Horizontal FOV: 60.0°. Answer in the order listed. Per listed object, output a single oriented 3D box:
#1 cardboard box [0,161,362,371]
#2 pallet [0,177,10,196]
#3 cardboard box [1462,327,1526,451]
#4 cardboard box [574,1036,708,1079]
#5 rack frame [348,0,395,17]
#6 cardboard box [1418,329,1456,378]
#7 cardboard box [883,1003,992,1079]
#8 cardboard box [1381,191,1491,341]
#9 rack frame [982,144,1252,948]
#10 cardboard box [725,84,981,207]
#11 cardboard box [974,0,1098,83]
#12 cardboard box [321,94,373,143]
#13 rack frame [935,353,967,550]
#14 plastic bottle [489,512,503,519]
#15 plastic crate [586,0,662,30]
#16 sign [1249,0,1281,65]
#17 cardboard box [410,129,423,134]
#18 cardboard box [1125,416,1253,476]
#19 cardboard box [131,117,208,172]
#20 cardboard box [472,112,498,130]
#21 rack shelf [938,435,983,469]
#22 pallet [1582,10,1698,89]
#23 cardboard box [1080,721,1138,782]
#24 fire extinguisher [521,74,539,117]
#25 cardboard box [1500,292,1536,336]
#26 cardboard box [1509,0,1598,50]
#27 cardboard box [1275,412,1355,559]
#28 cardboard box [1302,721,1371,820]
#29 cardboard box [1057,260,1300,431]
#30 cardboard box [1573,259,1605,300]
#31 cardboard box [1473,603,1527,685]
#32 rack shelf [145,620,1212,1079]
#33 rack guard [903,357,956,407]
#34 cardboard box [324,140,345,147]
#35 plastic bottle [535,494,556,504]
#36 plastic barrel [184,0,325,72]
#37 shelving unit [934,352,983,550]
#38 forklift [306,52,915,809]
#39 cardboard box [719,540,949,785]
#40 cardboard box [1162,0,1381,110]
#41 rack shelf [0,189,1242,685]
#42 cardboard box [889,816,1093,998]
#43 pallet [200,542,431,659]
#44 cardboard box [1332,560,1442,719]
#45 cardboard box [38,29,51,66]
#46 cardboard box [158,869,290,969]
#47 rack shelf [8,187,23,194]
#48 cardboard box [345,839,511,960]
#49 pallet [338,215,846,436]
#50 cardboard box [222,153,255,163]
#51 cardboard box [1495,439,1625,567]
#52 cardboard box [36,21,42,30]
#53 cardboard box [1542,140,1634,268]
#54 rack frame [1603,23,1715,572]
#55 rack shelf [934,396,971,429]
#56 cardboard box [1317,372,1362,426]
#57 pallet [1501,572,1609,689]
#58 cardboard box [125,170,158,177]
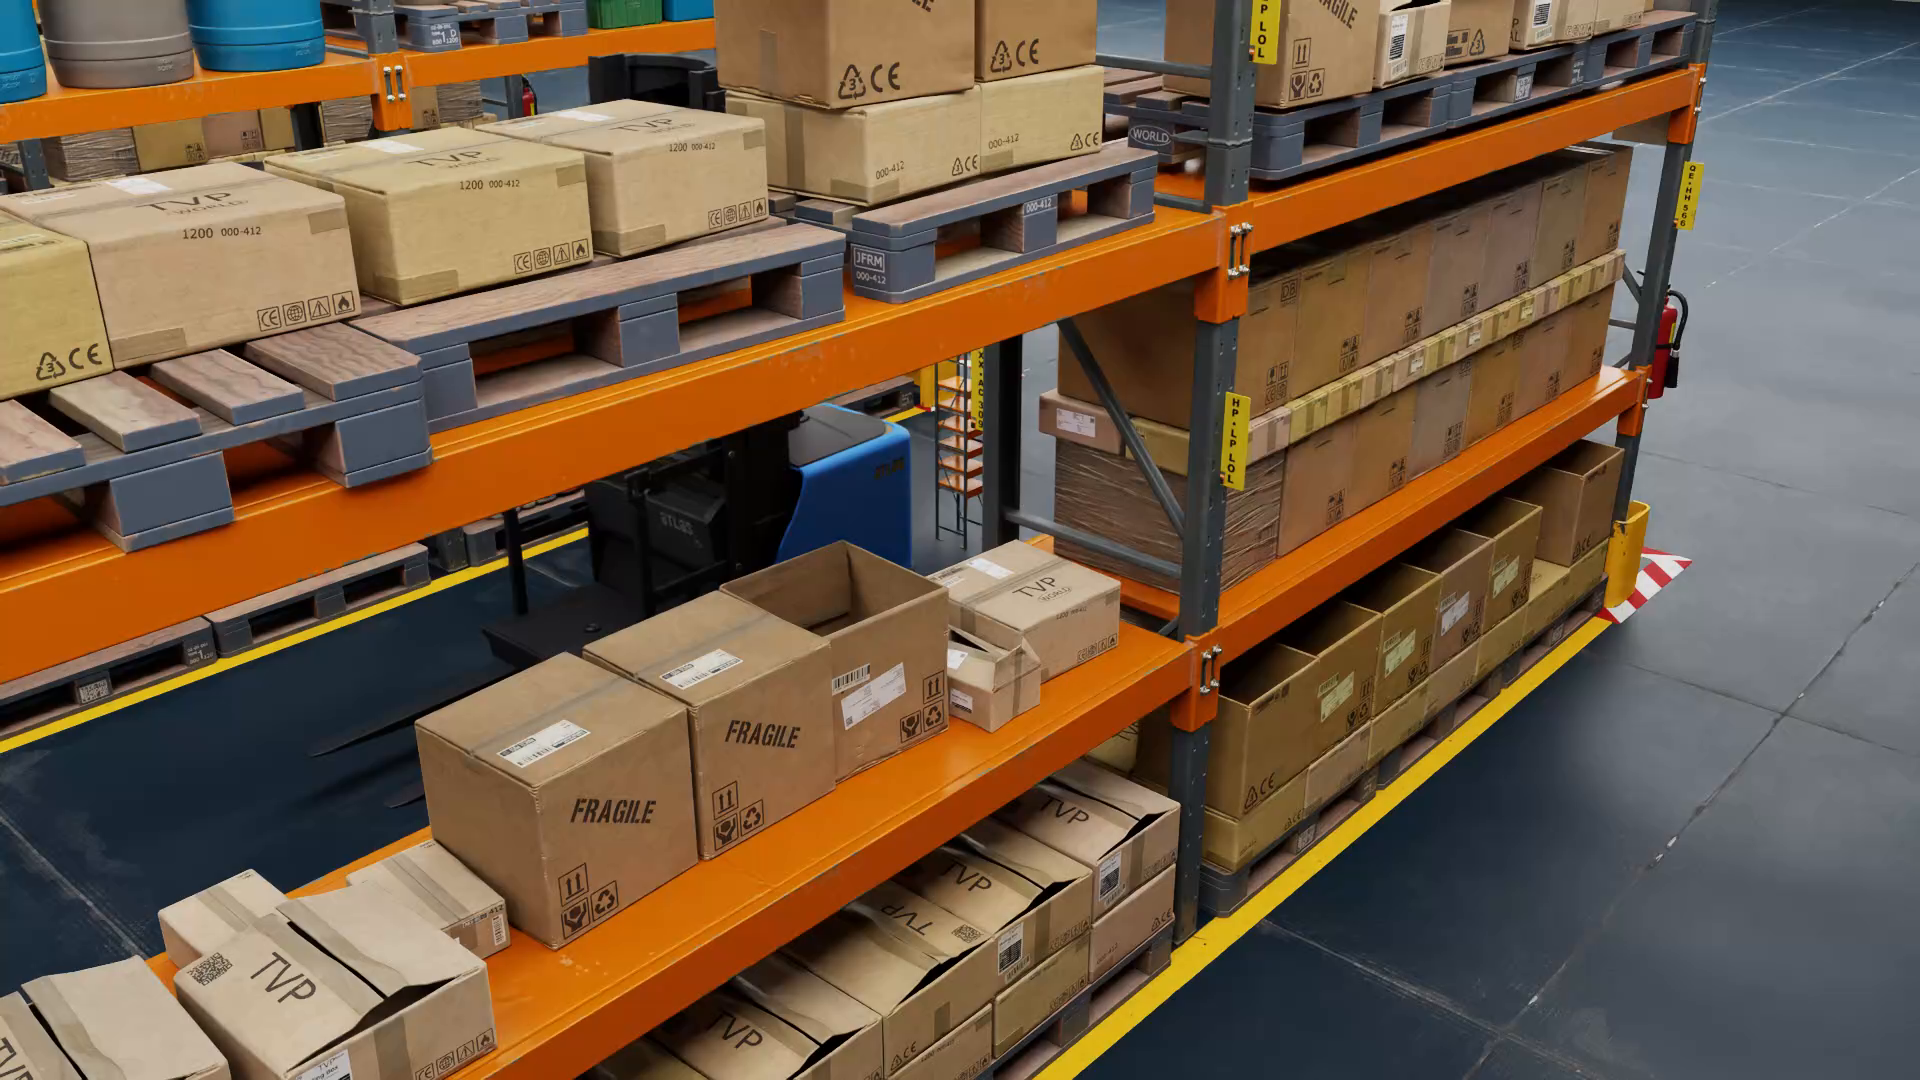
[{"bbox_3d":[-1.578,-0.569,3.357,0.500,0.250,0.500,21,32,39],"label":"cardboard box"},{"bbox_3d":[-7.499,-2.403,11.679,1.003,0.211,1.213,20,31,38],"label":"pallet"},{"bbox_3d":[2.160,-0.793,7.729,0.700,0.500,0.500,20,31,38],"label":"cardboard box"},{"bbox_3d":[-0.921,1.651,4.563,0.500,0.311,0.500,19,30,36],"label":"cardboard box"},{"bbox_3d":[-3.192,-4.069,7.826,1.000,3.000,0.127,20,31,38],"label":"rack frame"},{"bbox_3d":[1.849,-0.822,7.001,0.380,0.149,0.250,20,31,37],"label":"cardboard box"},{"bbox_3d":[-0.247,1.600,5.362,0.500,0.250,0.500,21,32,39],"label":"cardboard box"},{"bbox_3d":[1.790,-1.211,7.077,0.700,0.500,0.500,20,31,38],"label":"cardboard box"},{"bbox_3d":[0.494,0.022,6.035,1.000,3.000,0.127,20,31,38],"label":"rack frame"},{"bbox_3d":[-0.289,-1.117,4.578,0.500,0.250,0.500,17,29,33],"label":"cardboard box"},{"bbox_3d":[0.053,-1.635,4.817,0.500,0.500,0.500,21,31,38],"label":"cardboard box"},{"bbox_3d":[-5.209,-3.598,13.624,0.875,0.500,0.500,20,31,38],"label":"cardboard box"},{"bbox_3d":[-0.051,-0.524,9.452,0.240,1.200,0.006,20,31,38],"label":"rack frame"},{"bbox_3d":[-2.653,-0.265,9.471,0.097,0.271,0.097,0,24,0],"label":"plastic bottle"},{"bbox_3d":[-1.936,-3.010,9.390,0.336,0.188,0.450,20,31,38],"label":"plastic crate"},{"bbox_3d":[0.905,-1.581,4.927,0.100,0.325,0.005,20,31,38],"label":"sign"},{"bbox_3d":[-4.722,-3.407,13.989,0.380,0.149,0.250,20,31,38],"label":"cardboard box"},{"bbox_3d":[0.818,-0.349,5.946,0.380,0.149,0.250,20,31,37],"label":"cardboard box"},{"bbox_3d":[-6.174,-3.128,12.575,0.875,0.500,0.500,20,31,38],"label":"cardboard box"},{"bbox_3d":[-4.247,-3.645,14.520,0.380,0.149,0.250,20,31,38],"label":"cardboard box"},{"bbox_3d":[0.010,-0.511,9.533,0.258,0.103,0.180,20,31,38],"label":"rack shelf"},{"bbox_3d":[2.673,-2.317,7.692,1.003,0.211,1.213,20,31,38],"label":"pallet"},{"bbox_3d":[0.641,0.884,6.959,0.500,0.250,0.500,20,31,38],"label":"cardboard box"},{"bbox_3d":[-3.791,-3.777,14.601,0.296,0.674,0.183,20,31,38],"label":"fire extinguisher"},{"bbox_3d":[2.362,-1.056,7.523,0.380,0.149,0.250,21,32,39],"label":"cardboard box"},{"bbox_3d":[2.220,-2.188,6.722,0.500,0.311,0.500,-20,31,-37],"label":"cardboard box"},{"bbox_3d":[1.133,-0.323,6.682,0.700,0.500,0.500,20,31,37],"label":"cardboard box"},{"bbox_3d":[1.367,0.876,6.978,0.500,0.250,0.500,20,31,38],"label":"cardboard box"},{"bbox_3d":[0.786,-0.753,6.054,0.700,0.500,0.500,20,31,38],"label":"cardboard box"},{"bbox_3d":[2.877,-1.290,8.045,0.380,0.149,0.250,21,32,39],"label":"cardboard box"},{"bbox_3d":[2.369,0.419,7.997,0.500,0.250,0.500,20,31,38],"label":"cardboard box"},{"bbox_3d":[-0.841,0.960,4.823,1.077,0.370,4.000,20,31,38],"label":"rack shelf"},{"bbox_3d":[-0.538,-1.374,12.203,1.175,0.500,0.348,20,31,38],"label":"rack guard"},{"bbox_3d":[-5.170,-3.159,13.437,0.380,0.149,0.250,20,31,38],"label":"cardboard box"},{"bbox_3d":[-2.458,-0.373,9.707,0.152,0.276,0.135,22,32,39],"label":"plastic bottle"},{"bbox_3d":[-3.370,-2.715,7.860,0.600,0.901,0.708,20,31,38],"label":"plastic barrel"},{"bbox_3d":[0.010,-0.552,9.514,0.258,1.200,0.189,20,31,38],"label":"shelving unit"},{"bbox_3d":[-1.578,-0.599,7.504,1.130,2.935,3.031,20,31,37],"label":"forklift"},{"bbox_3d":[-0.382,0.366,5.144,0.500,0.500,0.500,-22,32,-39],"label":"cardboard box"},{"bbox_3d":[1.027,-1.729,5.468,0.500,0.500,0.500,-21,32,-39],"label":"cardboard box"},{"bbox_3d":[-0.841,-0.409,4.209,1.077,0.370,4.000,20,31,38],"label":"rack shelf"},{"bbox_3d":[0.095,1.191,5.589,0.500,0.311,0.500,21,32,39],"label":"cardboard box"},{"bbox_3d":[-3.687,0.191,9.067,1.003,0.211,1.213,20,31,38],"label":"pallet"},{"bbox_3d":[1.704,0.382,7.162,0.500,0.500,0.500,20,31,38],"label":"cardboard box"},{"bbox_3d":[-6.391,-3.389,11.935,0.500,0.500,0.500,20,31,38],"label":"cardboard box"},{"bbox_3d":[-1.781,1.006,4.147,0.380,0.149,0.250,20,31,38],"label":"cardboard box"},{"bbox_3d":[-5.546,-2.965,13.576,1.077,0.370,4.000,20,31,38],"label":"rack shelf"},{"bbox_3d":[-1.366,0.951,4.269,0.250,0.149,0.380,-21,32,-39],"label":"cardboard box"},{"bbox_3d":[-1.045,-0.615,4.019,1.003,0.211,1.213,22,32,40],"label":"pallet"},{"bbox_3d":[-5.697,-2.940,12.949,0.380,0.149,0.250,20,31,38],"label":"cardboard box"},{"bbox_3d":[3.027,-0.231,8.530,0.500,0.500,0.500,20,31,38],"label":"cardboard box"},{"bbox_3d":[-6.785,-3.534,12.258,0.500,0.500,0.500,20,31,38],"label":"cardboard box"},{"bbox_3d":[2.807,-1.679,8.121,0.700,0.500,0.500,20,31,38],"label":"cardboard box"},{"bbox_3d":[3.164,-1.197,8.753,1.000,3.000,0.127,20,31,38],"label":"rack frame"},{"bbox_3d":[0.010,-0.730,9.434,0.258,0.103,0.180,20,31,38],"label":"rack shelf"},{"bbox_3d":[1.330,-0.584,6.472,0.380,0.149,0.250,20,31,37],"label":"cardboard box"},{"bbox_3d":[2.684,0.320,8.778,1.003,0.211,1.213,20,31,38],"label":"pallet"},{"bbox_3d":[-6.190,-2.709,12.433,0.380,0.149,0.250,20,31,38],"label":"cardboard box"}]
